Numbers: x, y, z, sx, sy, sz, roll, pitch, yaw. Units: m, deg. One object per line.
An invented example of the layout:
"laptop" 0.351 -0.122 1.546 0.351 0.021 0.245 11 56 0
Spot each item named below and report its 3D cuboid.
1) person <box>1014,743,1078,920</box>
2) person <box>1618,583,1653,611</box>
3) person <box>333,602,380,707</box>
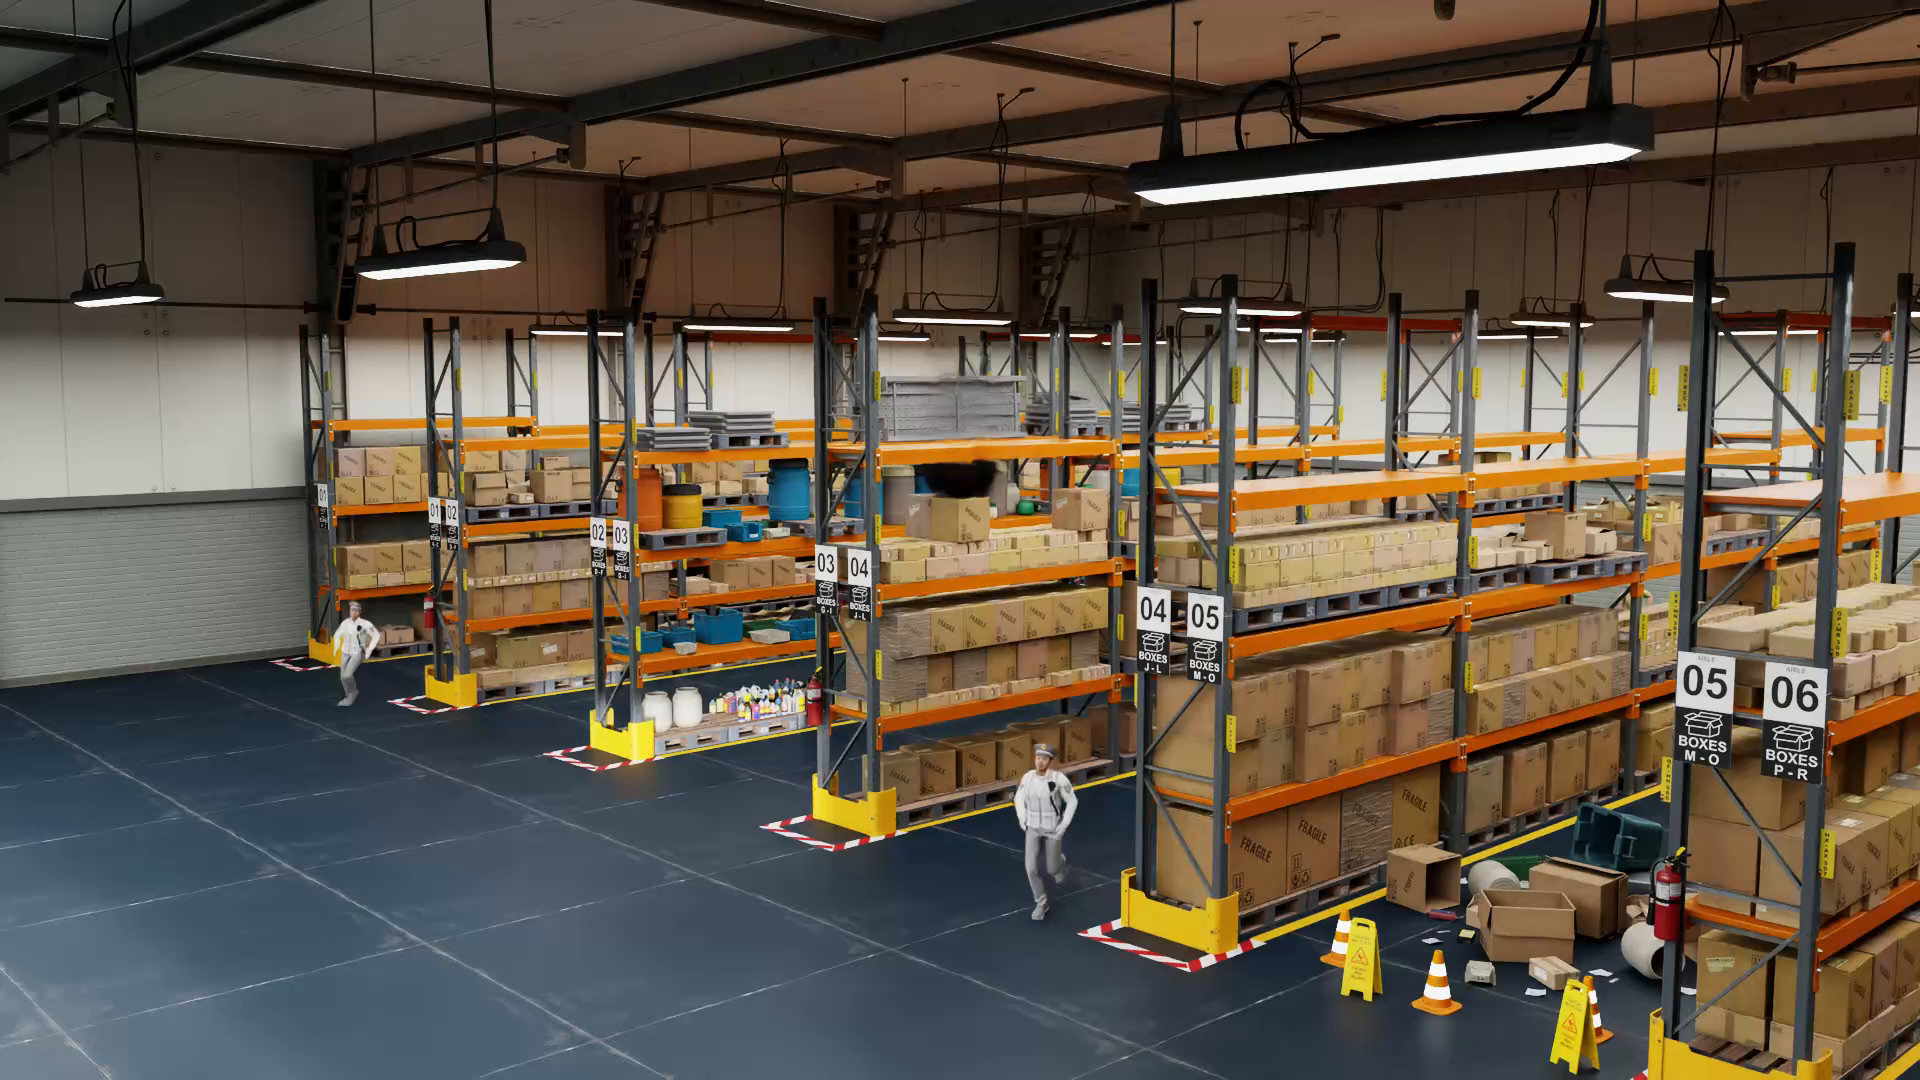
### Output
"person" 0.816 2.753 15.969 0.636 1.669 0.672 2 6 16
"person" 11.901 1.408 29.221 0.642 1.597 0.575 3 6 23
"person" -9.346 1.757 25.627 0.675 1.639 0.585 1 6 12
